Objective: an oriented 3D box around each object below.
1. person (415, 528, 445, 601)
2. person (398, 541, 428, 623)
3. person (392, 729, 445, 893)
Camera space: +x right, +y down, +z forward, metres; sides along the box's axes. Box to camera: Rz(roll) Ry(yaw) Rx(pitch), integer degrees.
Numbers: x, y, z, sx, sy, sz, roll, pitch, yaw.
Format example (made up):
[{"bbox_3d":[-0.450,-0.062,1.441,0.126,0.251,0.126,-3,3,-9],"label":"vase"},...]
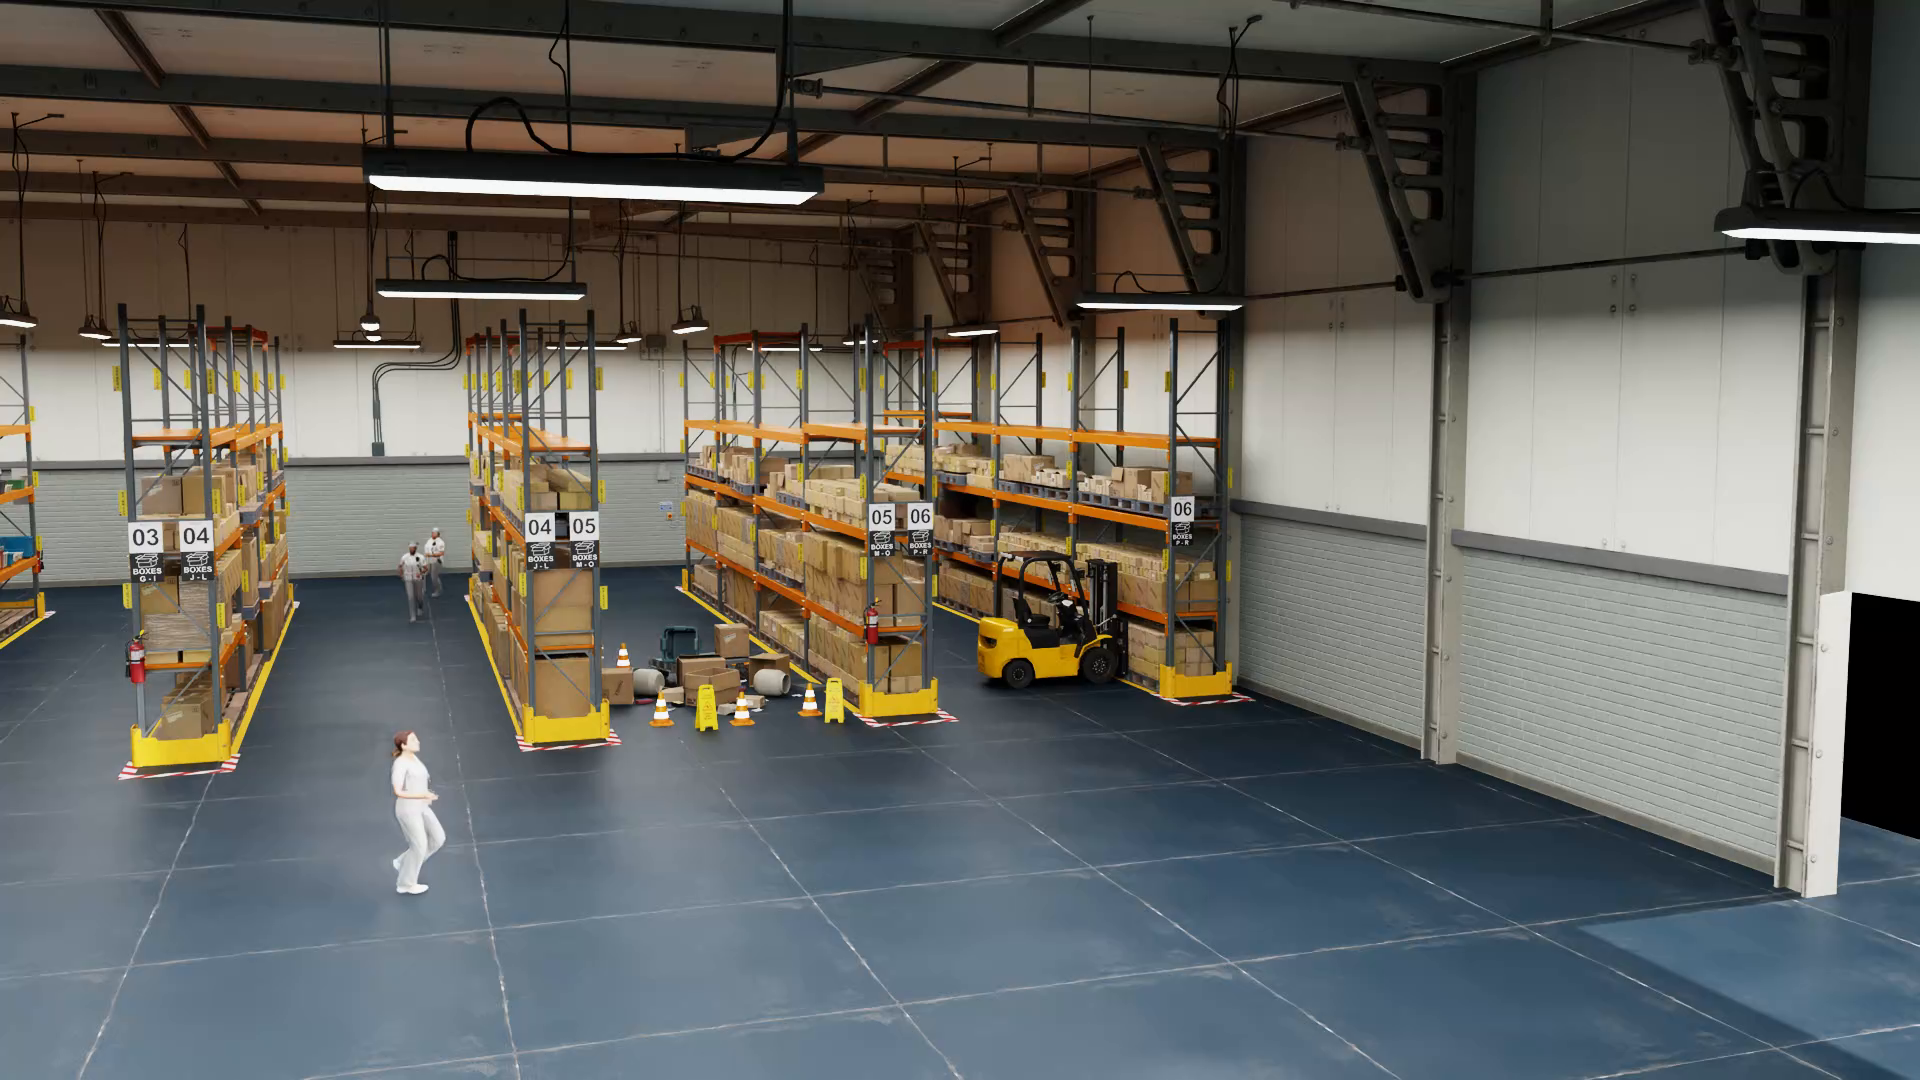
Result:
[{"bbox_3d":[-12.135,0.554,38.280,0.607,1.651,0.811,2,6,22],"label":"person"},{"bbox_3d":[-11.509,0.853,34.992,0.595,1.700,0.714,-1,6,-15],"label":"person"},{"bbox_3d":[-5.313,2.646,16.259,0.564,1.625,0.557,1,5,5],"label":"person"}]
